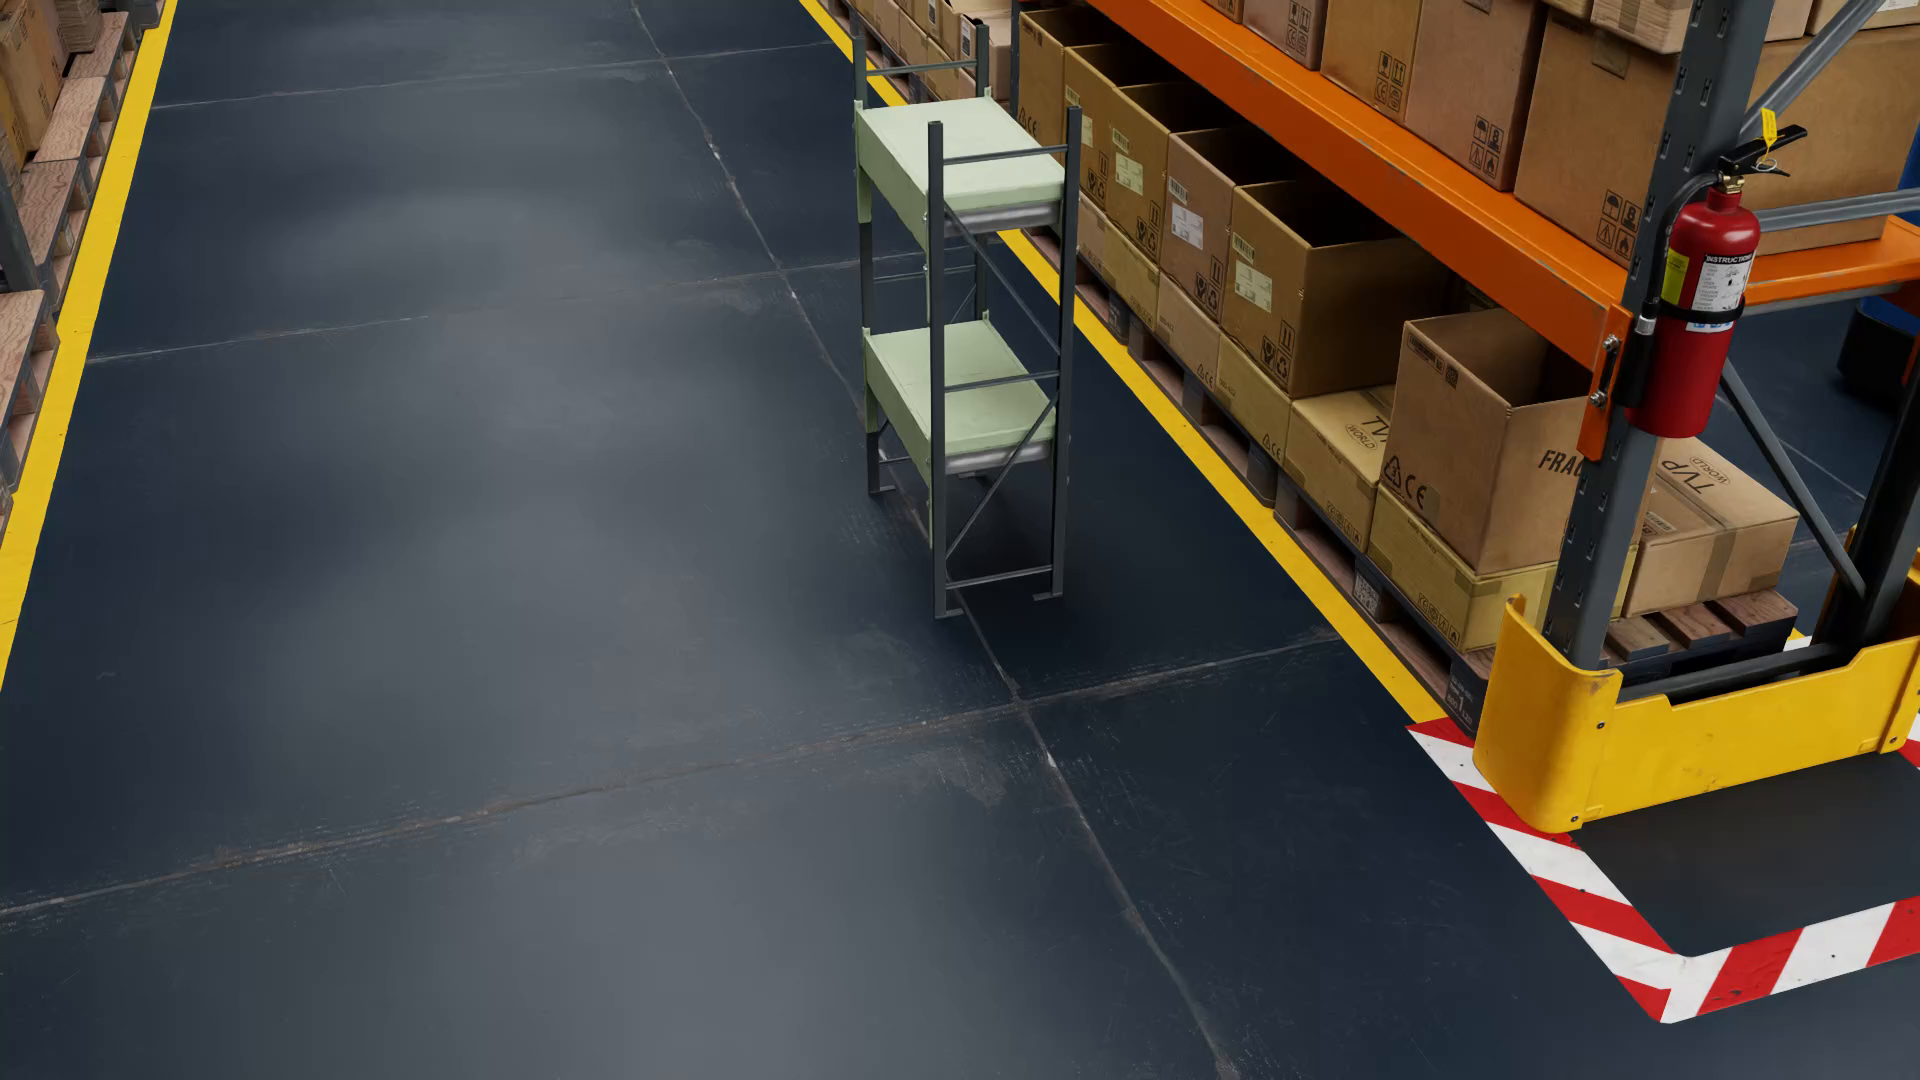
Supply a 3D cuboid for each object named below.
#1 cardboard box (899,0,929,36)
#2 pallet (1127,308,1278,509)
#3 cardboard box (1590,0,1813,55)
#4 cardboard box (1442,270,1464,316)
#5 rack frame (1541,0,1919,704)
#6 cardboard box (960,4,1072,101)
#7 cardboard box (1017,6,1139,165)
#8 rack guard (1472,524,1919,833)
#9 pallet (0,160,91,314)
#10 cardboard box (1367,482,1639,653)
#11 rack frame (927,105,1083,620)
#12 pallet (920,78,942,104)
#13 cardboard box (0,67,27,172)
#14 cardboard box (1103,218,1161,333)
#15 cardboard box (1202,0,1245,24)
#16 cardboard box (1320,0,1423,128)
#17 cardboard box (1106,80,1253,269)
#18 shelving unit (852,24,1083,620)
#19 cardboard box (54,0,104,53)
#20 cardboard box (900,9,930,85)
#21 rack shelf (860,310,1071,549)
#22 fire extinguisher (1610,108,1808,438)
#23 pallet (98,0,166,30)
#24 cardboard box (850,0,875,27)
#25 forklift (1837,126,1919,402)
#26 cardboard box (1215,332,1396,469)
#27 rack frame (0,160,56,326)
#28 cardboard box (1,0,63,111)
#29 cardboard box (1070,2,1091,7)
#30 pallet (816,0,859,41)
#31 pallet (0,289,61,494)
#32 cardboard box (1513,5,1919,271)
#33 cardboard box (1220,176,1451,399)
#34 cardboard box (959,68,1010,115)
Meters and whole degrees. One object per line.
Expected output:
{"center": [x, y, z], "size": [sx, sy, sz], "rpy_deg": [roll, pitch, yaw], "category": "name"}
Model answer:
{"center": [0.000, -2.773, 8.330], "size": [0.500, 0.311, 0.500], "rpy_deg": [-10, 35, -15], "category": "cardboard box"}
{"center": [1.289, -0.582, 5.940], "size": [1.003, 0.211, 1.213], "rpy_deg": [-10, 35, -15], "category": "pallet"}
{"center": [1.633, -1.193, 3.655], "size": [0.380, 0.149, 0.250], "rpy_deg": [-11, 35, -16], "category": "cardboard box"}
{"center": [1.660, -0.894, 5.315], "size": [0.500, 0.500, 0.500], "rpy_deg": [-10, 35, -15], "category": "cardboard box"}
{"center": [1.931, -0.712, 3.606], "size": [1.000, 3.000, 0.127], "rpy_deg": [-10, 35, -15], "category": "rack frame"}
{"center": [0.314, -2.238, 7.521], "size": [0.500, 0.311, 0.500], "rpy_deg": [-10, 35, -15], "category": "cardboard box"}
{"center": [0.554, -1.857, 6.772], "size": [0.500, 0.500, 0.500], "rpy_deg": [-10, 35, -15], "category": "cardboard box"}
{"center": [1.938, 0.344, 4.276], "size": [1.175, 0.500, 0.348], "rpy_deg": [-10, 35, -15], "category": "rack guard"}
{"center": [-4.244, -1.222, 6.908], "size": [1.003, 0.211, 1.213], "rpy_deg": [-10, 35, -15], "category": "pallet"}
{"center": [1.486, 0.028, 4.600], "size": [0.500, 0.250, 0.500], "rpy_deg": [-10, 35, -15], "category": "cardboard box"}
{"center": [0.114, -0.430, 4.540], "size": [0.400, 1.500, 0.023], "rpy_deg": [-10, 35, -15], "category": "rack frame"}
{"center": [0.449, -2.029, 8.129], "size": [1.003, 0.211, 1.213], "rpy_deg": [-10, 35, -15], "category": "pallet"}
{"center": [-4.451, -1.764, 7.067], "size": [0.700, 0.500, 0.500], "rpy_deg": [-11, 35, -16], "category": "cardboard box"}
{"center": [0.859, -1.019, 6.184], "size": [0.500, 0.250, 0.500], "rpy_deg": [-10, 35, -15], "category": "cardboard box"}
{"center": [1.169, -2.082, 5.589], "size": [0.700, 0.500, 0.500], "rpy_deg": [-10, 35, -14], "category": "cardboard box"}
{"center": [1.490, -1.537, 4.765], "size": [0.700, 0.500, 0.500], "rpy_deg": [-10, 35, -14], "category": "cardboard box"}
{"center": [0.859, -1.332, 5.977], "size": [0.500, 0.500, 0.500], "rpy_deg": [-10, 35, -15], "category": "cardboard box"}
{"center": [0.002, -0.622, 4.831], "size": [0.431, 1.500, 0.755], "rpy_deg": [-10, 35, -15], "category": "shelving unit"}
{"center": [-4.956, -2.848, 8.708], "size": [0.700, 0.500, 0.500], "rpy_deg": [-10, 35, -14], "category": "cardboard box"}
{"center": [-0.001, -2.543, 8.491], "size": [0.500, 0.250, 0.500], "rpy_deg": [-9, 35, -14], "category": "cardboard box"}
{"center": [0.002, -0.350, 5.011], "size": [0.431, 0.370, 0.720], "rpy_deg": [-10, 35, -15], "category": "rack shelf"}
{"center": [1.525, -0.539, 3.416], "size": [0.296, 0.674, 0.183], "rpy_deg": [-10, 35, -15], "category": "fire extinguisher"}
{"center": [-5.394, -3.340, 10.113], "size": [1.003, 0.211, 1.213], "rpy_deg": [-10, 35, -15], "category": "pallet"}
{"center": [-0.311, -3.080, 9.303], "size": [0.500, 0.250, 0.500], "rpy_deg": [-11, 35, -16], "category": "cardboard box"}
{"center": [4.744, -1.937, 5.523], "size": [3.031, 2.935, 1.130], "rpy_deg": [-16, 37, -23], "category": "forklift"}
{"center": [1.168, -0.494, 5.391], "size": [0.500, 0.250, 0.500], "rpy_deg": [-10, 35, -15], "category": "cardboard box"}
{"center": [-4.006, -1.977, 5.521], "size": [1.000, 3.000, 0.127], "rpy_deg": [-10, 35, -15], "category": "rack frame"}
{"center": [-4.731, -2.302, 7.882], "size": [0.700, 0.500, 0.500], "rpy_deg": [-10, 35, -15], "category": "cardboard box"}
{"center": [0.822, -2.333, 7.664], "size": [0.500, 0.311, 0.500], "rpy_deg": [-10, 35, -15], "category": "cardboard box"}
{"center": [-0.295, -3.310, 10.067], "size": [1.003, 0.211, 1.213], "rpy_deg": [-10, 35, -15], "category": "pallet"}
{"center": [-3.767, -0.467, 5.765], "size": [1.003, 0.211, 1.213], "rpy_deg": [-10, 35, -15], "category": "pallet"}
{"center": [1.801, -1.001, 3.953], "size": [0.700, 0.500, 0.500], "rpy_deg": [-10, 35, -15], "category": "cardboard box"}
{"center": [1.165, -0.807, 5.183], "size": [0.500, 0.500, 0.500], "rpy_deg": [-10, 35, -15], "category": "cardboard box"}
{"center": [0.308, -2.009, 7.682], "size": [0.500, 0.250, 0.500], "rpy_deg": [-10, 35, -15], "category": "cardboard box"}
